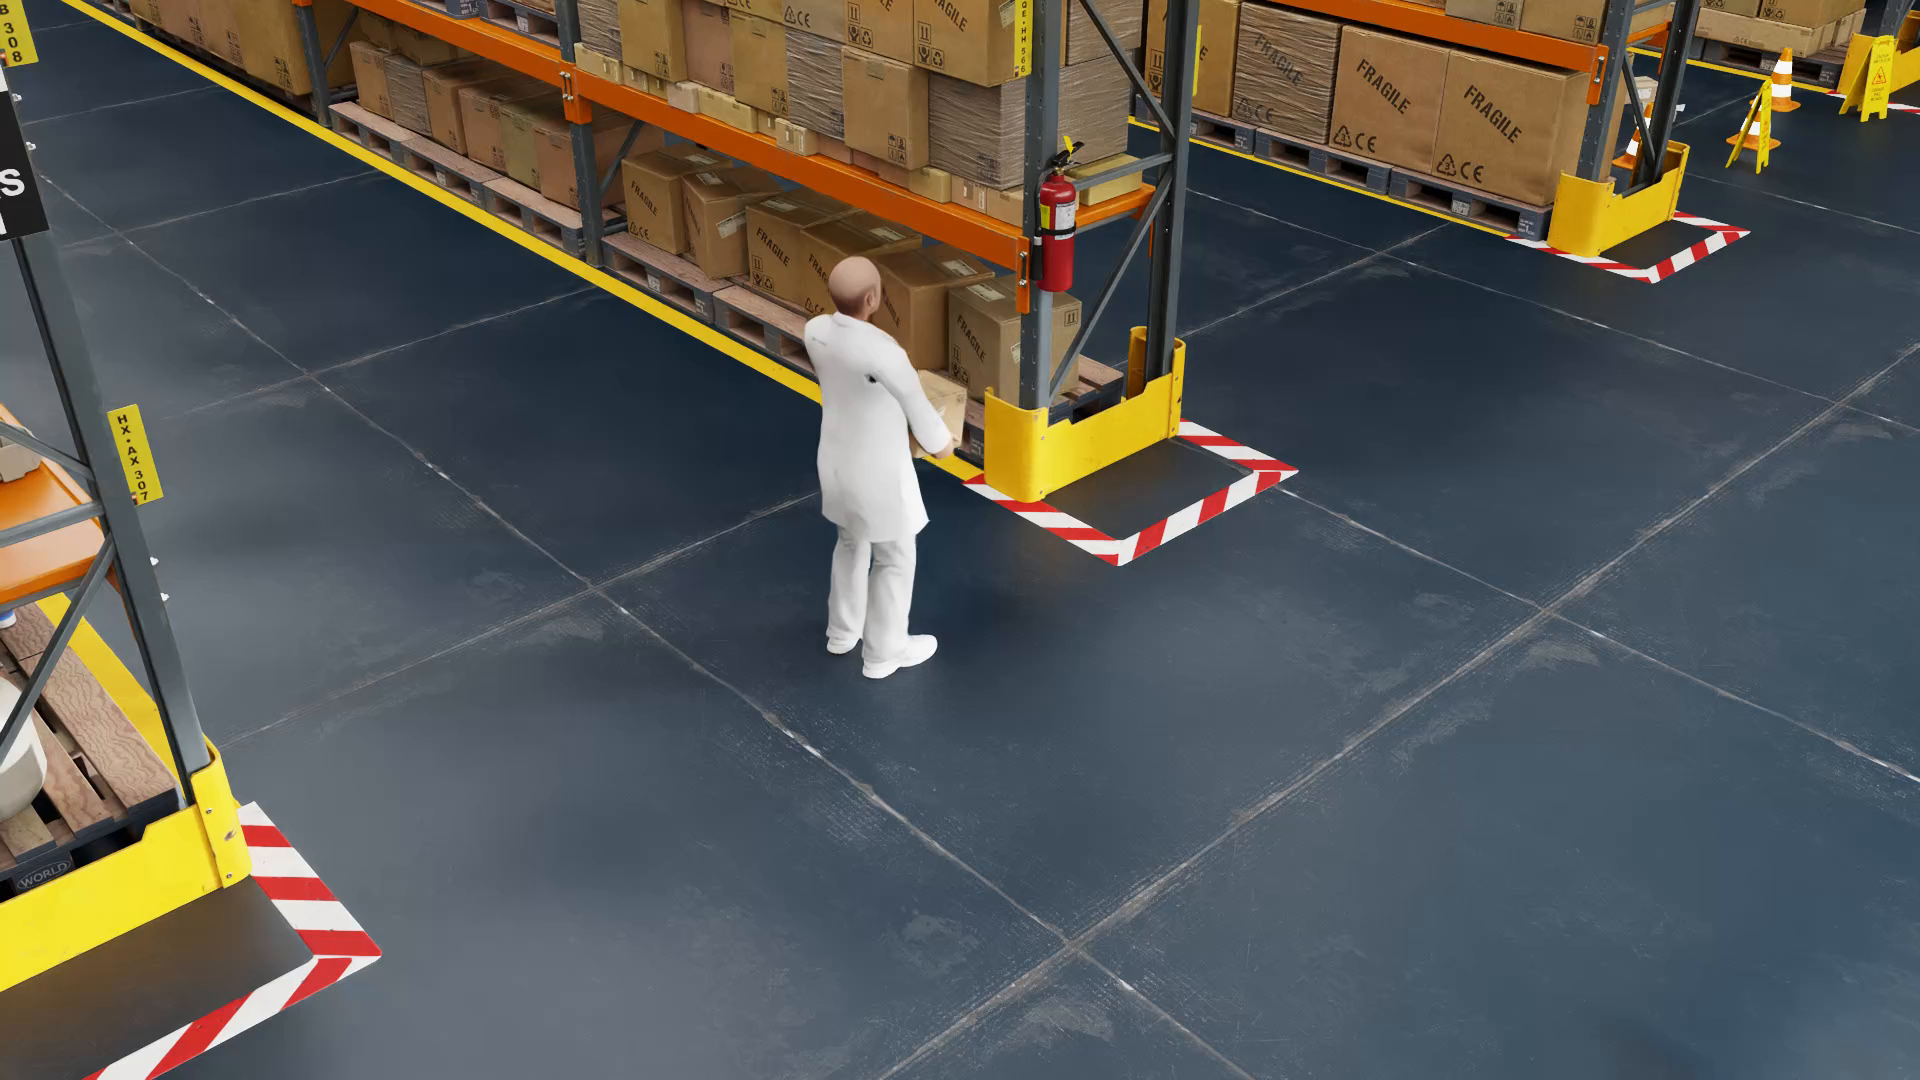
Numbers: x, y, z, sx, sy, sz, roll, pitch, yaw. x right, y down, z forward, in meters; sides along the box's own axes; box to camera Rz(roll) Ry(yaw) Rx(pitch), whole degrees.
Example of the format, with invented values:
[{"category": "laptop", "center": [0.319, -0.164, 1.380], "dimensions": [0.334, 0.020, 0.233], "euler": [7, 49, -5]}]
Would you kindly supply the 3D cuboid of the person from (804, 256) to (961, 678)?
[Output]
[{"category": "person", "center": [-0.295, -0.320, 6.678], "dimensions": [0.552, 1.780, 0.527], "euler": [-26, 40, -36]}]
